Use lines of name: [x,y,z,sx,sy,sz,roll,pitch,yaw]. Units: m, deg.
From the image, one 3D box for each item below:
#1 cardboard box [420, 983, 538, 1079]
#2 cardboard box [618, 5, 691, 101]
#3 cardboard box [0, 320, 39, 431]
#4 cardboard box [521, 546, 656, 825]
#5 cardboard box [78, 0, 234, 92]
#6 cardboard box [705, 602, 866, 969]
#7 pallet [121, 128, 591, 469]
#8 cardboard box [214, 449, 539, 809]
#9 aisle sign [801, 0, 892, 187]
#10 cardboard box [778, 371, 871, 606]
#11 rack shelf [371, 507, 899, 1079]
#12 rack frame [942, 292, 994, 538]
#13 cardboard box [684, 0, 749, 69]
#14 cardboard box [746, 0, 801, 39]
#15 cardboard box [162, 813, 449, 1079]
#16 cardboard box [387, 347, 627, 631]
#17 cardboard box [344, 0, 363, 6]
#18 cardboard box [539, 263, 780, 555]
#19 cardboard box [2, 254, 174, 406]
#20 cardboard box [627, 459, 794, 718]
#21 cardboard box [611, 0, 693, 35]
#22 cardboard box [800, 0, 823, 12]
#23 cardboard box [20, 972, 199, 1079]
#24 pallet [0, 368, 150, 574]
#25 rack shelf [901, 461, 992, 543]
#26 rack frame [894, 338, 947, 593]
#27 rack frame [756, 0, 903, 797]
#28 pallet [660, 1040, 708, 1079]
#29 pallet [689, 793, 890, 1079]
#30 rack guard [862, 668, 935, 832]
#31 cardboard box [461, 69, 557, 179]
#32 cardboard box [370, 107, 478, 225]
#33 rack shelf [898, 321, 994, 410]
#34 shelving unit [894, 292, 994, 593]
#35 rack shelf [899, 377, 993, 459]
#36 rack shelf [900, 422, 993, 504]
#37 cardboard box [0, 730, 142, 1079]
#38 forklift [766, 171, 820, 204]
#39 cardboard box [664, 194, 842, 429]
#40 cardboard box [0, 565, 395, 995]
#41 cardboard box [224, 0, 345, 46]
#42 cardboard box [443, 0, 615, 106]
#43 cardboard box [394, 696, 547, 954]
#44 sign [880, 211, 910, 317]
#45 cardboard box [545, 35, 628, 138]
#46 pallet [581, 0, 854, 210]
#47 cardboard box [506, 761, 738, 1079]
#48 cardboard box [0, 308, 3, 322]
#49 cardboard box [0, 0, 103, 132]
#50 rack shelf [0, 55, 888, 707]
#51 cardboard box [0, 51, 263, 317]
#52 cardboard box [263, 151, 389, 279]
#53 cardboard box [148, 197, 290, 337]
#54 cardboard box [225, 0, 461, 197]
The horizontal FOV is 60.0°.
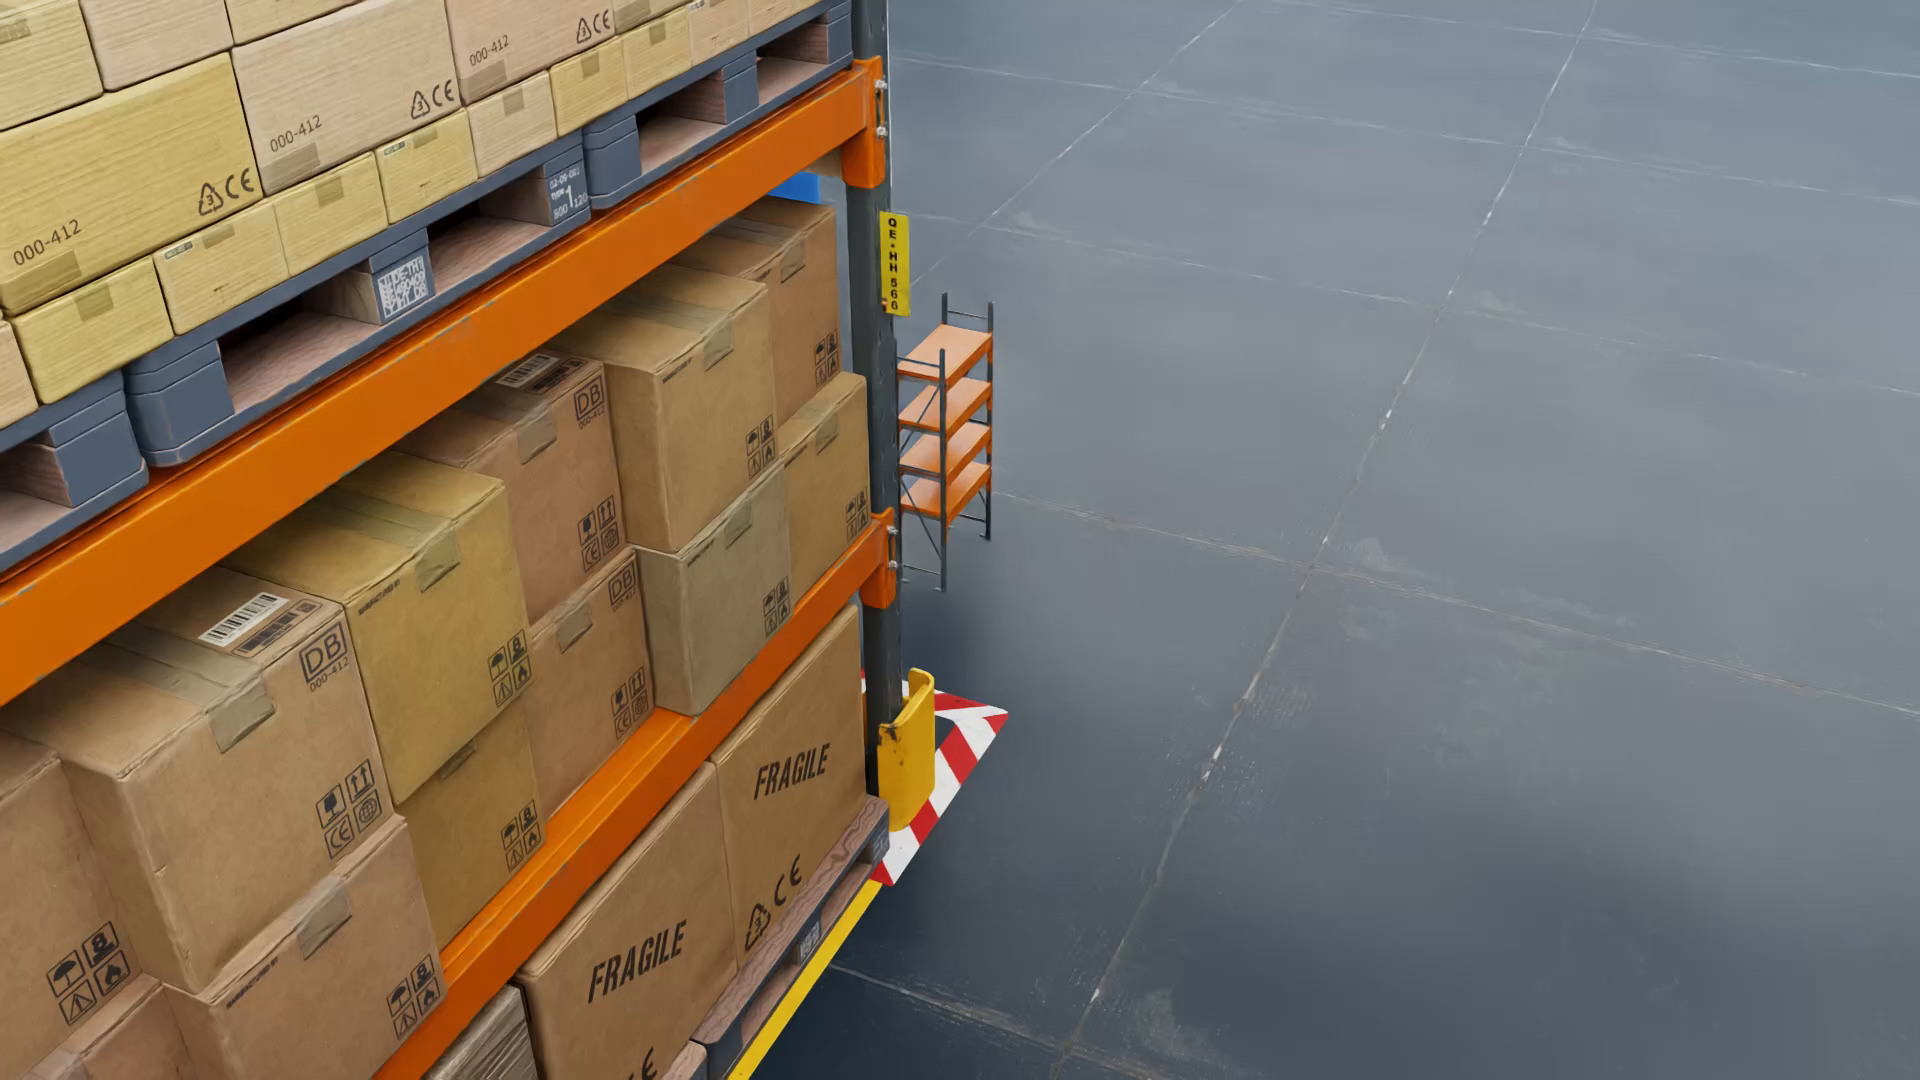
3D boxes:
cardboard box: [-1.659,1.581,4.158,0.875,0.875,0.875,14,36,21]
cardboard box: [-0.836,-1.121,3.744,0.380,0.149,0.250,15,36,21]
cardboard box: [-1.581,-0.233,2.389,0.380,0.149,0.250,14,36,20]
cardboard box: [-1.358,0.285,4.443,0.875,0.550,0.550,14,36,20]
cardboard box: [-1.367,-0.822,2.561,0.380,0.149,0.250,14,36,20]
cardboard box: [-0.909,0.689,5.518,0.875,0.875,0.875,14,36,21]
pallet: [-1.496,-0.612,3.294,1.003,0.211,1.213,14,36,20]
cardboard box: [-1.484,0.122,3.708,0.875,0.550,0.500,14,36,20]
aisle sign: [-0.383,-1.430,4.825,0.394,0.787,0.004,14,36,20]
cardboard box: [-0.800,-0.244,5.250,0.875,0.550,0.550,14,36,20]
rack shelf: [-1.522,0.920,4.267,1.077,0.370,4.000,14,36,20]
rack frame: [0.033,-0.541,7.481,0.240,1.200,0.015,14,36,20]
cardboard box: [-0.730,-1.247,3.935,0.380,0.149,0.250,15,36,21]
cardboard box: [-0.623,-1.375,4.131,0.380,0.149,0.250,14,36,21]
cardboard box: [-1.673,0.845,3.589,0.875,0.550,0.550,14,36,20]
cardboard box: [-1.380,-0.172,4.156,0.875,0.550,0.550,14,36,20]
cardboard box: [-1.156,-1.072,2.941,0.380,0.149,0.250,14,36,21]
cardboard box: [-1.022,-0.420,4.533,0.875,0.550,0.550,14,36,20]
cardboard box: [-1.474,-0.362,2.586,0.380,0.149,0.250,14,36,20]
cardboard box: [-1.010,0.035,4.825,0.875,0.550,0.550,14,36,20]
cardboard box: [-0.847,-1.353,3.734,0.500,0.250,0.500,14,36,21]
cardboard box: [-0.517,-1.500,4.322,0.380,0.149,0.250,14,36,20]
cardboard box: [-2.006,1.087,3.220,0.875,0.550,0.550,14,36,20]
pallet: [-2.007,-0.007,2.370,1.003,0.211,1.213,14,36,20]
rack shelf: [-0.069,-0.197,7.441,0.258,0.148,0.480,14,36,20]
rack frame: [-0.171,-0.298,7.110,0.240,1.200,0.015,14,36,20]
rack frame: [-0.686,-0.377,5.589,1.000,3.000,0.127,14,36,20]
pallet: [-1.461,1.811,4.796,1.003,0.211,1.213,14,36,20]
pallet: [-0.949,1.206,5.719,1.003,0.211,1.213,14,36,20]
rack guard: [-0.676,0.657,6.293,1.175,0.500,0.348,14,36,20]
cardboard box: [-1.049,-0.867,3.357,0.380,0.149,0.250,14,36,21]
cardboard box: [-1.155,-0.741,3.163,0.380,0.149,0.250,15,36,21]
rack shelf: [-0.069,-0.748,7.080,0.258,0.148,0.480,14,36,20]
shelving unit: [-0.069,-0.419,7.295,0.258,1.200,0.503,14,36,20]
rack shelf: [-0.069,-0.550,7.210,0.258,0.148,0.480,14,36,20]
rack shelf: [-0.069,-0.363,7.332,0.258,0.148,0.480,14,36,20]
cardboard box: [-2.049,0.625,2.940,0.875,0.550,0.550,14,36,20]
forklift: [-1.964,-2.900,9.500,1.130,2.935,3.031,-19,38,-27]
cardboard box: [-0.876,-0.715,4.984,0.875,0.550,0.550,14,36,20]
cardboard box: [-1.698,0.387,3.302,0.875,0.550,0.550,14,36,20]
cardboard box: [-1.262,-0.946,2.749,0.380,0.149,0.250,14,36,20]
cardboard box: [-1.057,-1.104,3.353,0.500,0.250,0.500,14,36,20]
cardboard box: [-1.542,0.558,4.026,0.875,0.550,0.500,14,36,20]
sign: [-0.199,-0.829,5.006,0.100,0.325,0.005,14,36,20]
cardboard box: [-0.943,-0.993,3.548,0.380,0.149,0.250,14,36,20]
pallet: [-0.986,-1.222,4.224,1.003,0.211,1.213,14,36,20]
cardboard box: [-1.276,1.128,4.849,0.875,0.875,0.875,14,36,20]
cardboard box: [-1.691,-0.349,2.203,0.500,0.250,0.500,14,36,20]
cardboard box: [-1.473,-0.696,2.369,0.380,0.149,0.250,15,36,21]
rack shelf: [-1.522,-0.334,3.445,1.077,0.370,4.000,14,36,20]
cardboard box: [-1.480,-0.600,2.586,0.500,0.250,0.500,14,36,20]
cardboard box: [-1.262,-0.612,2.968,0.380,0.149,0.250,15,36,21]
cardboard box: [-1.367,-0.489,2.780,0.380,0.149,0.250,14,36,21]
cardboard box: [-1.269,-0.853,2.971,0.500,0.250,0.500,15,36,21]
